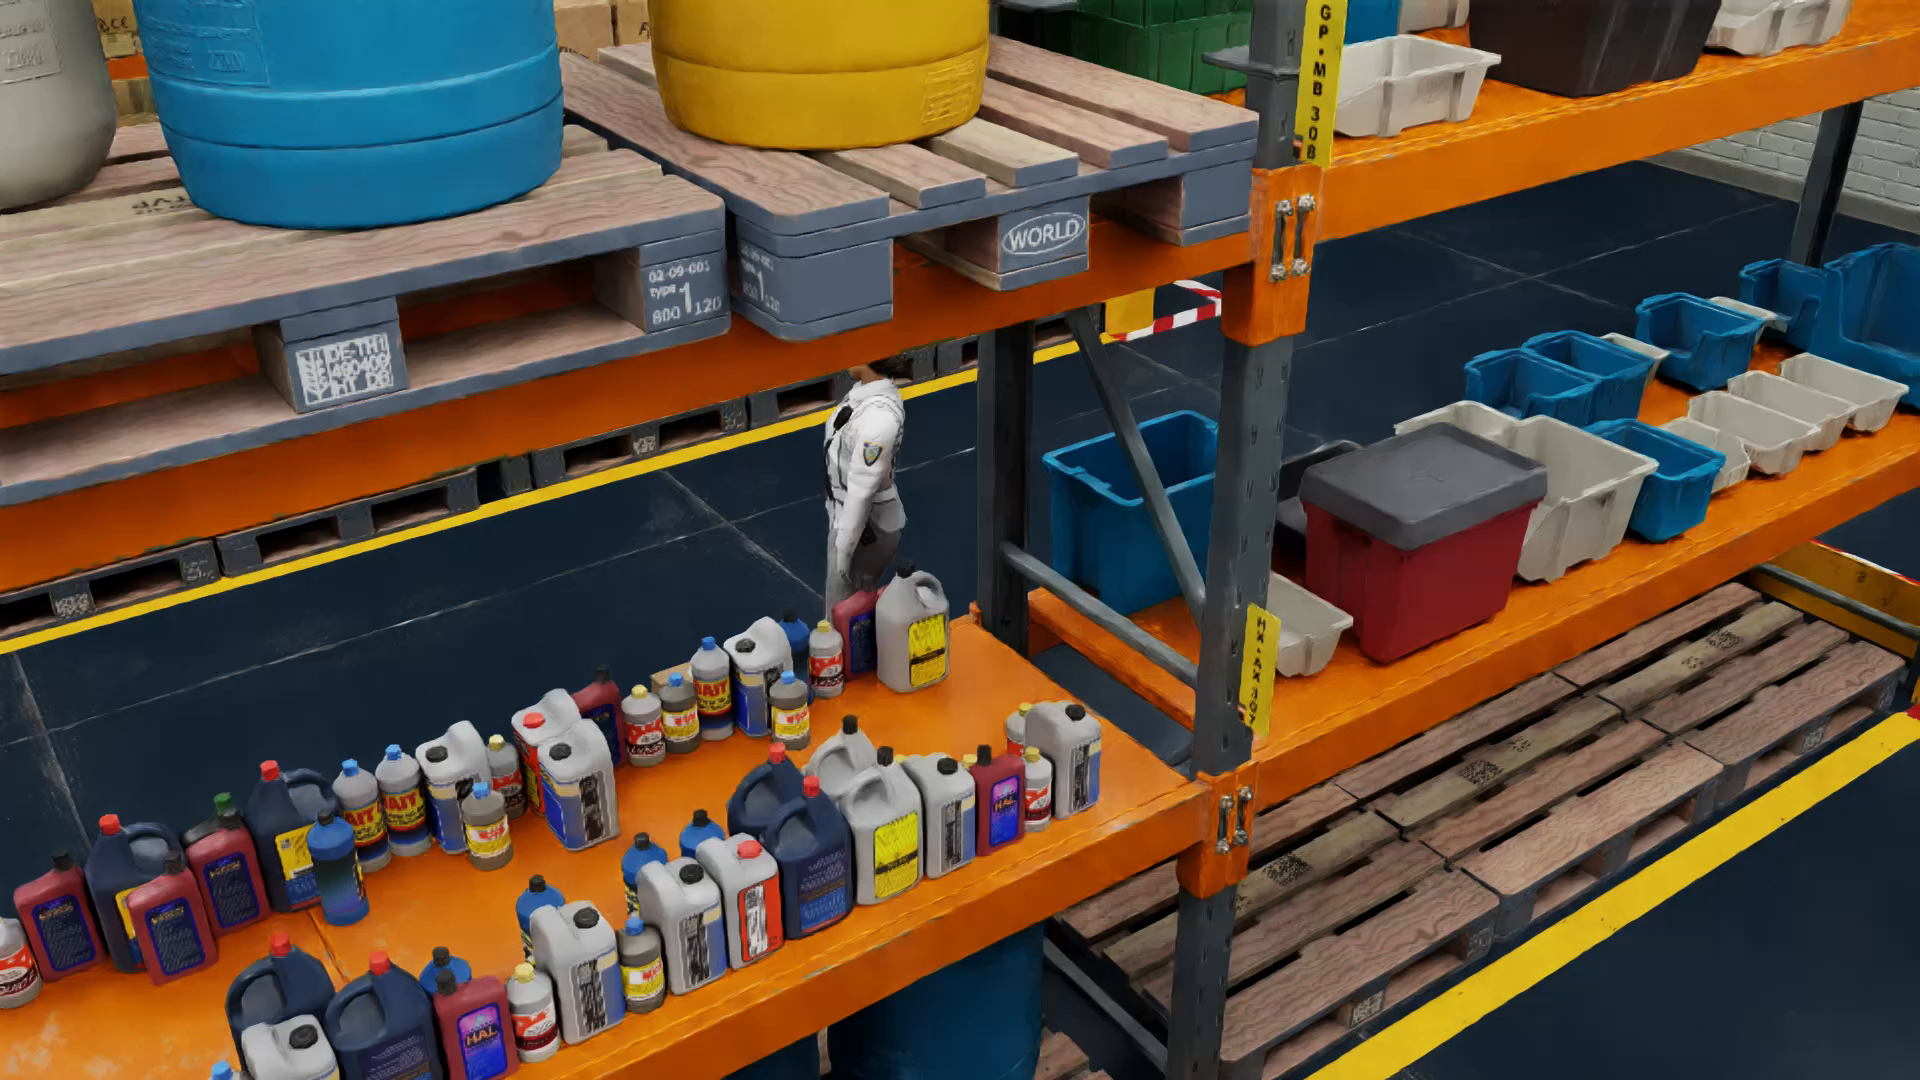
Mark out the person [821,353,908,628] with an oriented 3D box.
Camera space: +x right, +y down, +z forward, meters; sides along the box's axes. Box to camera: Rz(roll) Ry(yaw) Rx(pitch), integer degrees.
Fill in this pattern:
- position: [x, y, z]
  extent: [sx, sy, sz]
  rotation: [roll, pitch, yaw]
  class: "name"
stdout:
- position: [-0.370, -0.045, 6.202]
  extent: [0.615, 1.654, 0.501]
  rotation: [-4, 29, -8]
  class: "person"
